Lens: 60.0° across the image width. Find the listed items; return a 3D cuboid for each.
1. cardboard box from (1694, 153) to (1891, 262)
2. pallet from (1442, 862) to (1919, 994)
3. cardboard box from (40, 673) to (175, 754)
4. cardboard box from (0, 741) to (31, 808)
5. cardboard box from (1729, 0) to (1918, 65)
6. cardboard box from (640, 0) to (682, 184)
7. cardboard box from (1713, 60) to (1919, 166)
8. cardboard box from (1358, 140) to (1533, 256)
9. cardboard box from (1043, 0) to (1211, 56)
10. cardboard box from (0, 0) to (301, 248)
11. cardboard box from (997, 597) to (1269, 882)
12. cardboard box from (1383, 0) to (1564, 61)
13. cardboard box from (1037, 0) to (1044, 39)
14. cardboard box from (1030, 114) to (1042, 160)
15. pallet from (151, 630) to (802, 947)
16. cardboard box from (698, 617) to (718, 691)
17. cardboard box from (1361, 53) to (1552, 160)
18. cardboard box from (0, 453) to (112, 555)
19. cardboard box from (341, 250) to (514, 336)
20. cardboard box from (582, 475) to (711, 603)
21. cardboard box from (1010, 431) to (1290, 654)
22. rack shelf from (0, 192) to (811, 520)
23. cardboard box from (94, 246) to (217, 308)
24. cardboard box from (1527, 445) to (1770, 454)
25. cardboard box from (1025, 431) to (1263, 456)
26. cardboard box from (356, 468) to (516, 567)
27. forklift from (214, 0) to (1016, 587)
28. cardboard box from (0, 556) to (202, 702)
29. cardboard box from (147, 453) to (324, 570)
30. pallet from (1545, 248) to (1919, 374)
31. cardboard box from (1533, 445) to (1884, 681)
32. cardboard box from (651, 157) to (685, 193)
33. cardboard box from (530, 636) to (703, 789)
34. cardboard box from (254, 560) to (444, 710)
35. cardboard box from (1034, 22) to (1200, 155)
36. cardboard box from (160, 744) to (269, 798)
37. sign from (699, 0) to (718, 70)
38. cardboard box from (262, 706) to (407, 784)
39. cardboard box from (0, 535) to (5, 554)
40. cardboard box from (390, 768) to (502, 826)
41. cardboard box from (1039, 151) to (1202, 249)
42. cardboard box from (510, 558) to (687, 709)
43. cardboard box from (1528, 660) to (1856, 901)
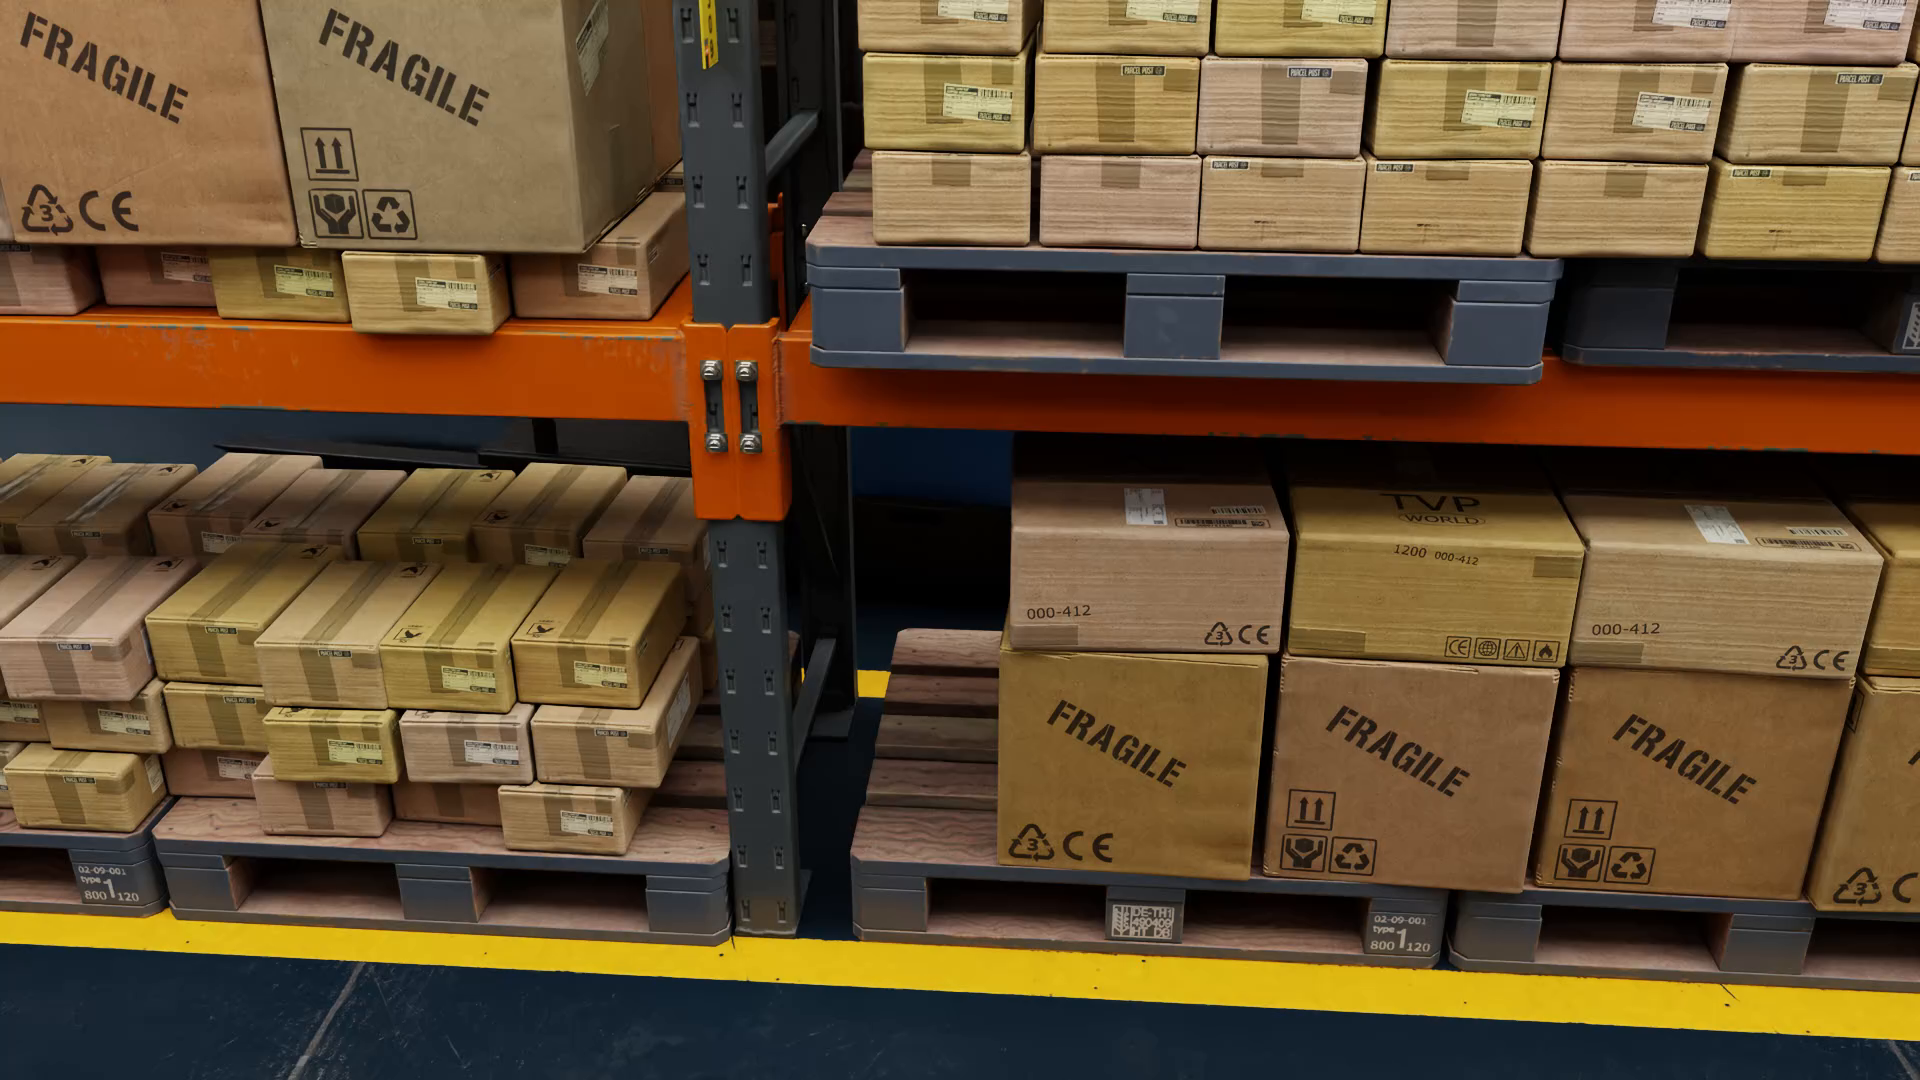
[{"bbox_3d":[1.294,-0.577,2.714,0.250,0.149,0.380,1,25,3],"label":"cardboard box"},{"bbox_3d":[1.630,0.585,3.727,1.213,0.211,1.003,2,25,4],"label":"pallet"},{"bbox_3d":[-1.742,0.294,3.576,0.250,0.149,0.380,2,25,5],"label":"cardboard box"},{"bbox_3d":[-2.070,0.420,3.657,0.250,0.149,0.380,2,25,5],"label":"cardboard box"},{"bbox_3d":[1.281,-0.846,2.587,0.250,0.149,0.380,3,25,6],"label":"cardboard box"},{"bbox_3d":[-0.841,-1.046,3.459,0.500,0.500,0.500,1,25,3],"label":"cardboard box"},{"bbox_3d":[1.300,-0.712,2.651,0.250,0.149,0.380,1,25,3],"label":"cardboard box"},{"bbox_3d":[0.768,-0.592,2.747,0.250,0.149,0.380,2,25,5],"label":"cardboard box"},{"bbox_3d":[0.270,-0.881,2.662,0.250,0.149,0.380,3,25,5],"label":"cardboard box"},{"bbox_3d":[-1.388,-0.840,3.011,0.500,0.500,0.500,1,25,3],"label":"cardboard box"},{"bbox_3d":[0.350,0.335,3.422,0.500,0.500,0.500,3,25,6],"label":"cardboard box"},{"bbox_3d":[0.774,-0.862,2.622,0.250,0.149,0.380,2,25,3],"label":"cardboard box"},{"bbox_3d":[0.046,-1.026,3.333,0.250,0.149,0.380,3,25,6],"label":"cardboard box"},{"bbox_3d":[0.045,-0.891,3.396,0.250,0.149,0.380,1,25,3],"label":"cardboard box"},{"bbox_3d":[-1.038,0.516,3.877,1.213,0.211,1.003,2,25,4],"label":"pallet"},{"bbox_3d":[-0.704,0.214,4.104,0.250,0.149,0.380,1,25,2],"label":"cardboard box"},{"bbox_3d":[0.767,-0.728,2.686,0.250,0.149,0.380,1,25,2],"label":"cardboard box"},{"bbox_3d":[-2.250,-0.068,4.006,0.250,0.149,0.380,2,25,4],"label":"cardboard box"},{"bbox_3d":[-0.934,-0.505,3.059,0.250,0.149,0.380,1,25,3],"label":"cardboard box"},{"bbox_3d":[-0.694,-0.008,3.875,0.250,0.149,0.380,3,25,6],"label":"cardboard box"},{"bbox_3d":[0.351,-0.006,3.266,0.500,0.250,0.500,1,25,2],"label":"cardboard box"},{"bbox_3d":[-2.360,-0.482,3.569,4.000,0.370,1.077,2,25,4],"label":"rack shelf"},{"bbox_3d":[-1.448,-0.575,3.212,0.250,0.149,0.380,1,25,3],"label":"cardboard box"},{"bbox_3d":[1.436,-0.189,3.663,0.500,0.250,0.500,1,25,2],"label":"cardboard box"},{"bbox_3d":[0.396,-0.222,3.734,0.500,0.250,0.500,1,25,3],"label":"cardboard box"},{"bbox_3d":[-1.220,-0.029,3.920,0.250,0.149,0.380,2,25,3],"label":"cardboard box"},{"bbox_3d":[-0.872,-1.447,4.887,3.031,2.935,1.130,5,25,11],"label":"forklift"},{"bbox_3d":[-1.777,0.179,3.469,0.250,0.149,0.380,1,25,1],"label":"cardboard box"},{"bbox_3d":[-1.729,-0.070,4.010,0.250,0.149,0.380,2,25,5],"label":"cardboard box"},{"bbox_3d":[1.645,-0.575,3.142,1.213,0.211,1.003,2,25,4],"label":"pallet"},{"bbox_3d":[1.390,0.028,3.192,0.500,0.250,0.500,3,25,6],"label":"cardboard box"},{"bbox_3d":[-0.623,-0.776,3.648,0.250,0.149,0.380,3,25,6],"label":"cardboard box"},{"bbox_3d":[-0.704,0.347,3.459,0.250,0.149,0.380,2,25,5],"label":"cardboard box"},{"bbox_3d":[-1.247,0.190,3.445,0.250,0.149,0.380,2,25,4],"label":"cardboard box"},{"bbox_3d":[0.250,-0.744,2.722,0.250,0.149,0.380,1,25,3],"label":"cardboard box"},{"bbox_3d":[-1.558,0.406,3.688,0.250,0.149,0.380,1,25,3],"label":"cardboard box"},{"bbox_3d":[-0.400,-0.911,2.606,0.005,0.325,0.100,2,25,4],"label":"sign"},{"bbox_3d":[-1.244,0.343,3.469,0.250,0.149,0.380,1,25,2],"label":"cardboard box"},{"bbox_3d":[-2.286,0.122,3.593,0.250,0.149,0.380,2,25,4],"label":"cardboard box"},{"bbox_3d":[-1.036,0.446,3.600,0.250,0.149,0.380,3,25,5],"label":"cardboard box"},{"bbox_3d":[0.268,-0.610,2.786,0.250,0.149,0.380,2,25,5],"label":"cardboard box"},{"bbox_3d":[-0.741,0.187,3.452,0.250,0.149,0.380,3,25,5],"label":"cardboard box"},{"bbox_3d":[1.401,0.362,3.363,0.500,0.500,0.500,2,25,5],"label":"cardboard box"}]
